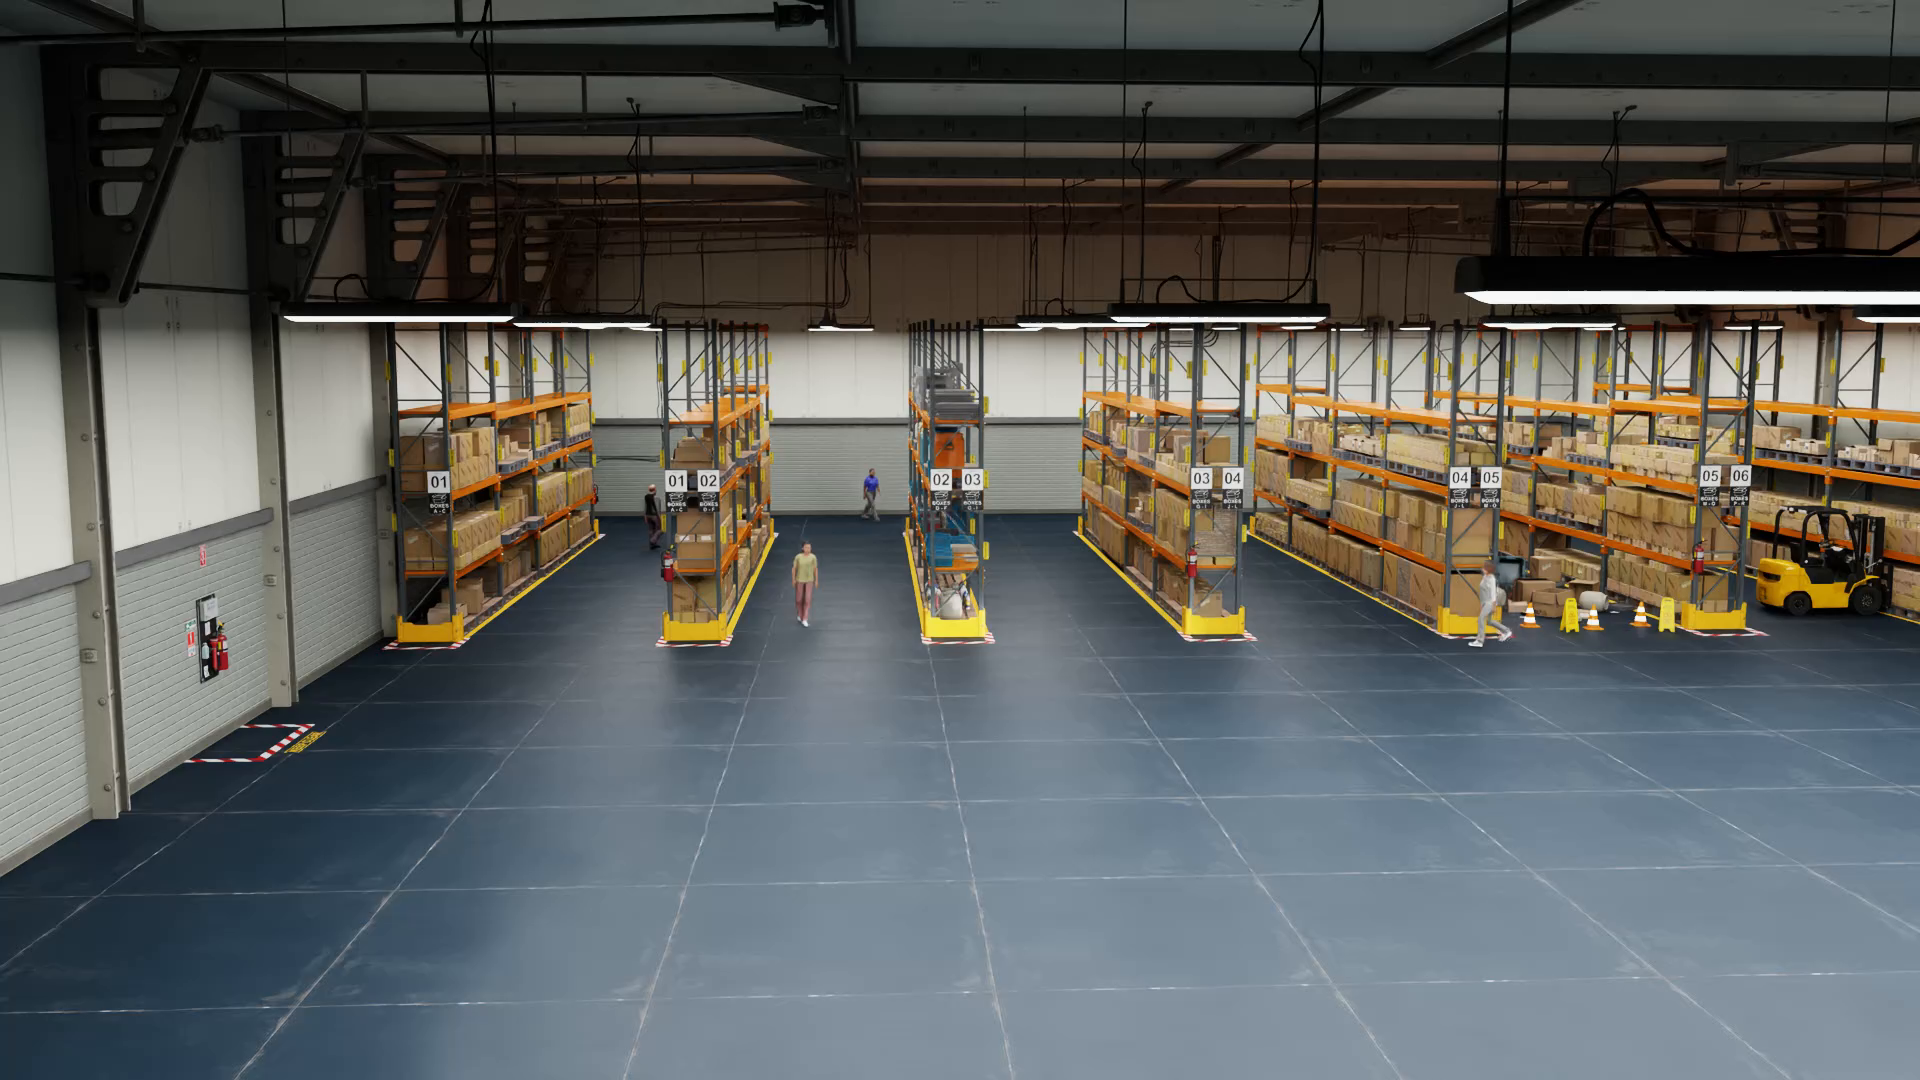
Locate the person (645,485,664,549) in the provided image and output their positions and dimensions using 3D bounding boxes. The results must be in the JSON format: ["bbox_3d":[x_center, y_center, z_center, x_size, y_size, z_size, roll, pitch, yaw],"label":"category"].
[{"bbox_3d":[-8.223,-0.615,44.454,0.566,1.724,0.476,5,9,36],"label":"person"}]

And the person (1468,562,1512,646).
[{"bbox_3d":[9.753,1.173,30.498,0.847,1.560,0.416,0,7,-3],"label":"person"}]

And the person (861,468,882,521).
[{"bbox_3d":[-2.714,-1.409,51.163,1.076,1.567,0.447,7,10,44],"label":"person"}]

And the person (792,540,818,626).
[{"bbox_3d":[-3.073,0.852,33.038,0.518,1.694,0.660,-1,7,-7],"label":"person"}]
